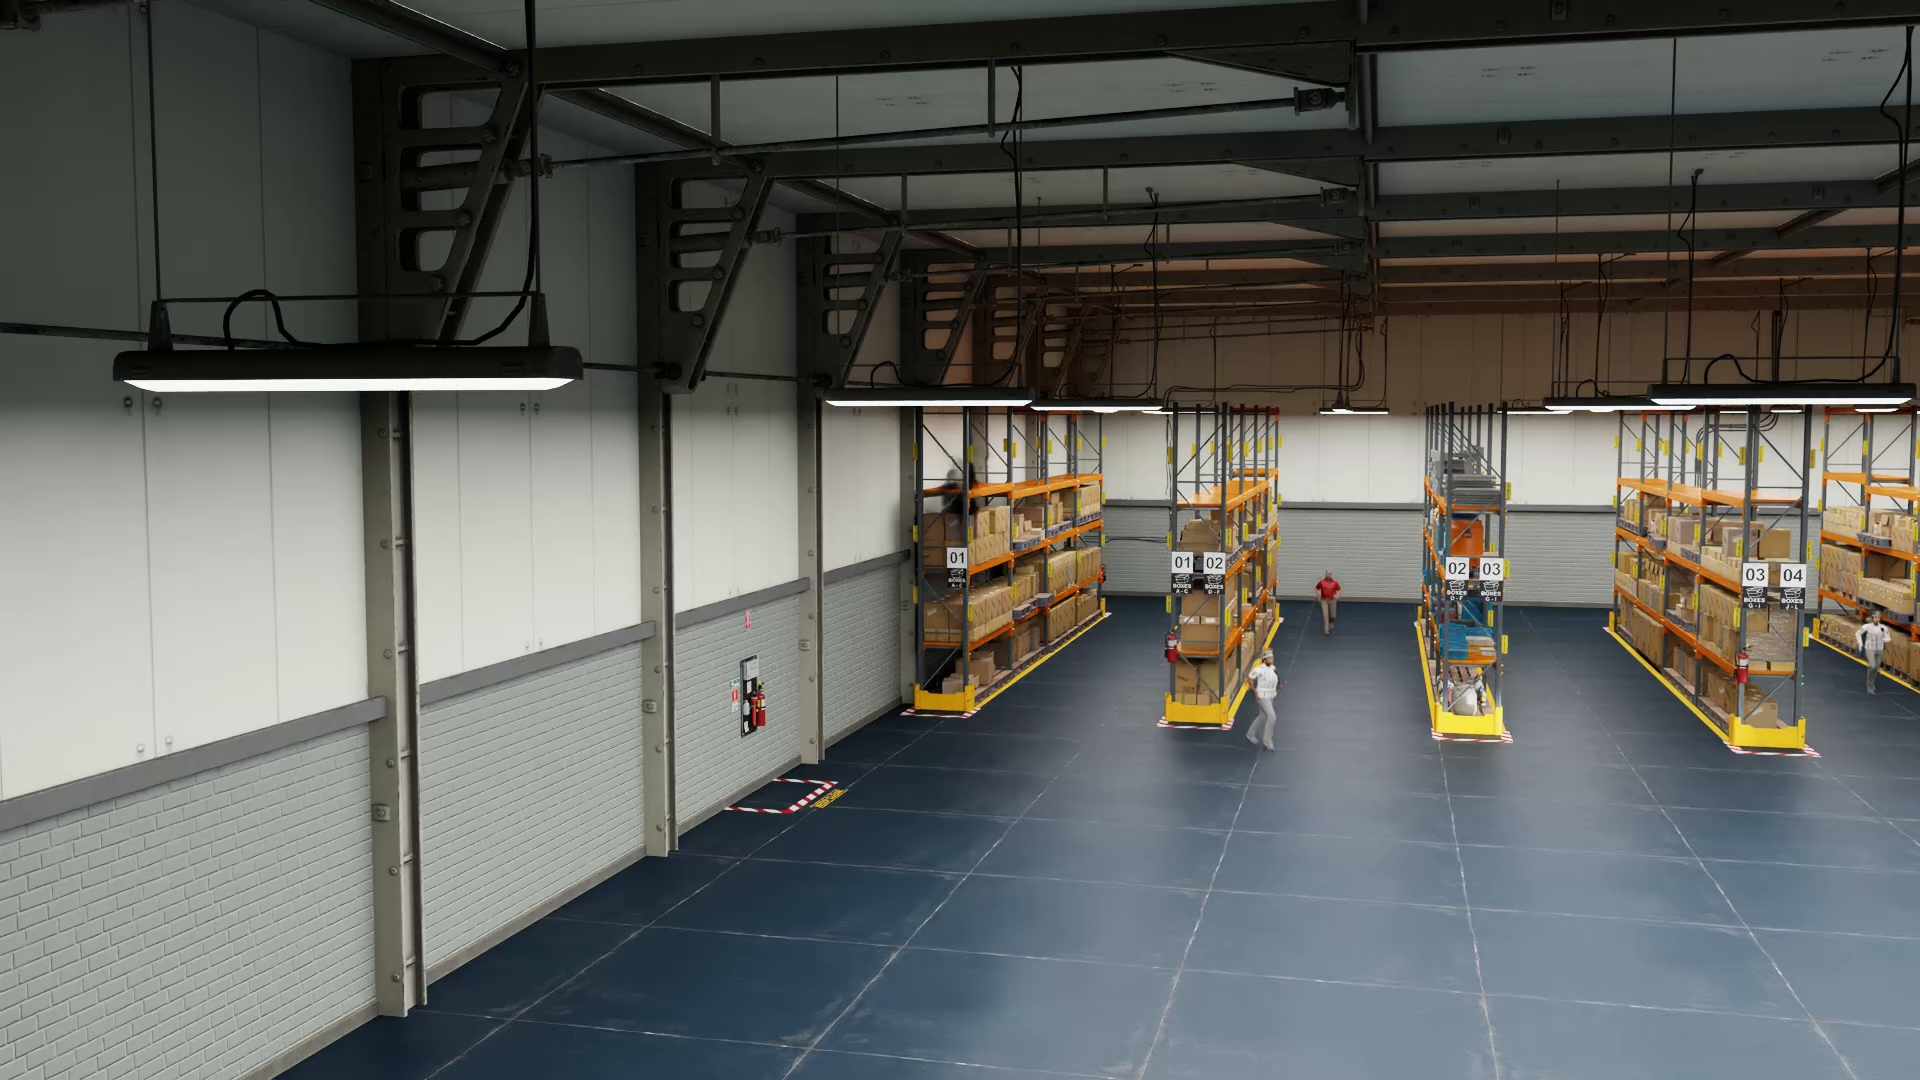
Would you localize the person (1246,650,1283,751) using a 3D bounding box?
[{"bbox_3d":[5.270,2.759,28.805,0.560,1.759,0.752,-4,6,-44],"label":"person"}]

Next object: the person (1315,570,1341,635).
[{"bbox_3d":[9.718,1.636,43.932,0.672,1.680,0.780,1,4,8],"label":"person"}]

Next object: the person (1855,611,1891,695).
[{"bbox_3d":[18.985,2.332,34.530,0.576,1.749,0.710,1,4,8],"label":"person"}]
